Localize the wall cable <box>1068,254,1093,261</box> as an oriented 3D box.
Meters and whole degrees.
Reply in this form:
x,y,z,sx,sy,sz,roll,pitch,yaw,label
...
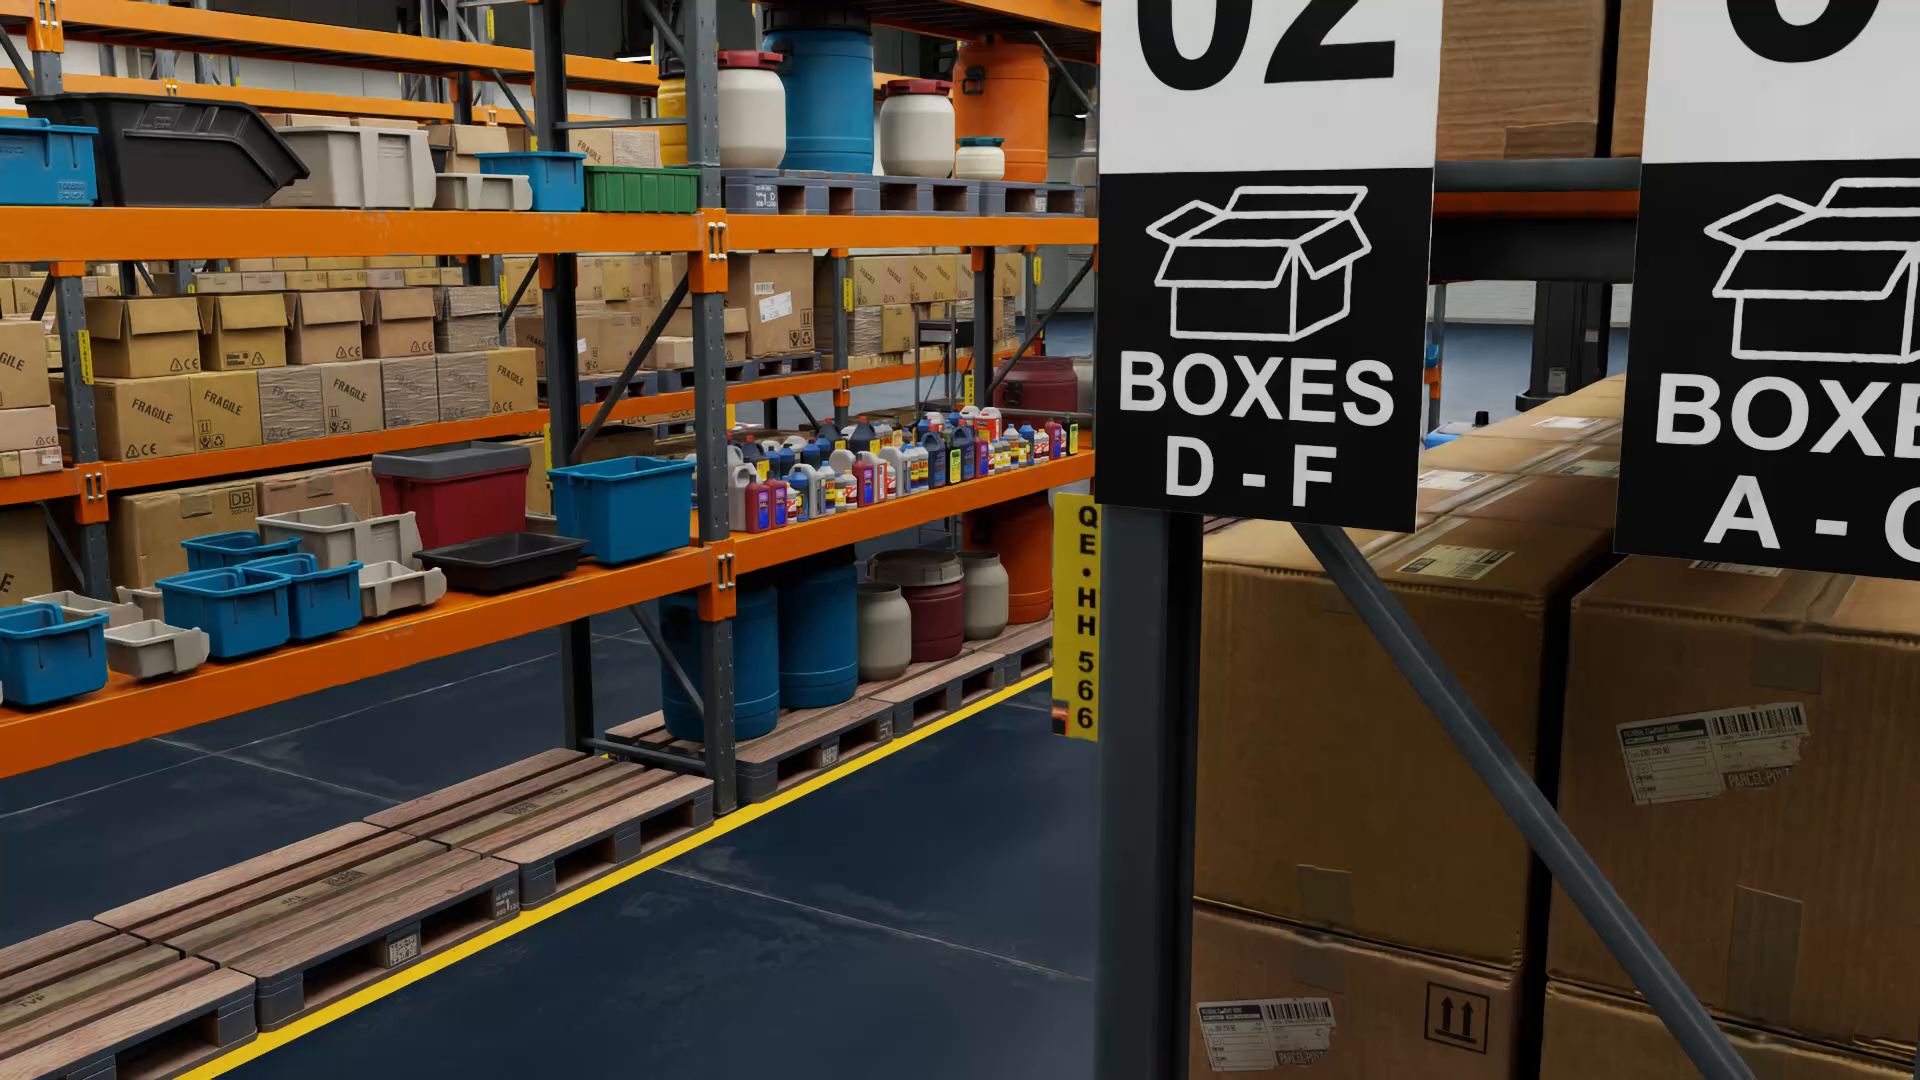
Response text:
x,y,z,sx,sy,sz,roll,pitch,yaw,label
4.861,-10.454,54.695,3.097,2.526,0.112,6,12,31,wall cable

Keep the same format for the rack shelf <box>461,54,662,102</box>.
x,y,z,sx,sy,sz,roll,pitch,yaw,label
-2.643,-4.035,15.008,1.077,0.370,4.000,6,12,31,rack shelf

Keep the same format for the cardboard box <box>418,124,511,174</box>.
x,y,z,sx,sy,sz,roll,pitch,yaw,label
-3.936,-2.950,12.903,0.797,0.503,0.637,7,13,34,cardboard box

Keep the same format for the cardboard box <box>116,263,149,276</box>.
x,y,z,sx,sy,sz,roll,pitch,yaw,label
-10.468,-3.414,20.970,0.380,0.149,0.250,6,12,29,cardboard box

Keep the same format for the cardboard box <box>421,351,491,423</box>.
x,y,z,sx,sy,sz,roll,pitch,yaw,label
-3.989,-1.192,12.810,0.500,0.500,0.500,6,12,30,cardboard box

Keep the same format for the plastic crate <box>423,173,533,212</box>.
x,y,z,sx,sy,sz,roll,pitch,yaw,label
-1.860,-1.328,6.374,0.293,0.136,0.466,6,12,31,plastic crate

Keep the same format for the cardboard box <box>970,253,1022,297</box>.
x,y,z,sx,sy,sz,roll,pitch,yaw,label
0.398,-3.156,19.780,0.500,0.500,0.500,6,12,31,cardboard box

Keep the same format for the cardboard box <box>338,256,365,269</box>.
x,y,z,sx,sy,sz,roll,pitch,yaw,label
-8.900,-3.878,23.635,0.700,0.500,0.500,6,12,30,cardboard box

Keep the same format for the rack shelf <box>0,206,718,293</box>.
x,y,z,sx,sy,sz,roll,pitch,yaw,label
-2.563,-1.026,5.999,1.077,0.370,4.000,6,12,31,rack shelf

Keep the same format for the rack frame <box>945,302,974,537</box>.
x,y,z,sx,sy,sz,roll,pitch,yaw,label
0.041,-1.044,14.741,0.400,2.100,0.015,6,12,31,rack frame

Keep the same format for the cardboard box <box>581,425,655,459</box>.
x,y,z,sx,sy,sz,roll,pitch,yaw,label
-3.092,-0.870,14.926,0.500,0.250,0.500,8,13,37,cardboard box

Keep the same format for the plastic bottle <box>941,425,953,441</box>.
x,y,z,sx,sy,sz,roll,pitch,yaw,label
-0.073,-0.632,10.632,0.097,0.201,0.097,0,11,0,plastic bottle

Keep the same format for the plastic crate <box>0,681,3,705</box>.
x,y,z,sx,sy,sz,roll,pitch,yaw,label
-2.955,0.460,4.814,0.250,0.136,0.298,6,12,31,plastic crate

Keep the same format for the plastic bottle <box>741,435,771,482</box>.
x,y,z,sx,sy,sz,roll,pitch,yaw,label
-1.108,-0.386,8.914,0.144,0.351,0.185,6,12,31,plastic bottle

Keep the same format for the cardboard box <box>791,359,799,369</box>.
x,y,z,sx,sy,sz,roll,pitch,yaw,label
-1.744,-1.889,17.491,0.380,0.149,0.250,6,12,31,cardboard box

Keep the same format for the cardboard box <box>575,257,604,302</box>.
x,y,z,sx,sy,sz,roll,pitch,yaw,label
-4.986,-3.269,20.837,0.875,0.550,0.550,6,12,31,cardboard box

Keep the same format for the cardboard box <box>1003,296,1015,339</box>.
x,y,z,sx,sy,sz,roll,pitch,yaw,label
0.163,-2.691,20.013,0.875,0.500,0.500,6,12,31,cardboard box

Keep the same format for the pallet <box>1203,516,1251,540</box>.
x,y,z,sx,sy,sz,roll,pitch,yaw,label
2.254,0.020,14.186,1.003,0.211,1.213,6,12,31,pallet

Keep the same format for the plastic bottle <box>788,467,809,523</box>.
x,y,z,sx,sy,sz,roll,pitch,yaw,label
-0.806,-0.229,8.291,0.097,0.271,0.097,0,11,0,plastic bottle

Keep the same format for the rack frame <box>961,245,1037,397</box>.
x,y,z,sx,sy,sz,roll,pitch,yaw,label
0.472,-2.580,20.497,1.000,3.000,0.127,6,12,31,rack frame

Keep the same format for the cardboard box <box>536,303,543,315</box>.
x,y,z,sx,sy,sz,roll,pitch,yaw,label
-5.344,-2.662,20.529,0.875,0.550,0.550,6,12,31,cardboard box

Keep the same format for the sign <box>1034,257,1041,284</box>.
x,y,z,sx,sy,sz,roll,pitch,yaw,label
0.936,-3.248,20.061,0.100,0.325,0.005,6,12,31,sign

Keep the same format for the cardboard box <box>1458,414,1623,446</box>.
x,y,z,sx,sy,sz,roll,pitch,yaw,label
1.420,0.004,3.705,0.500,0.500,0.500,7,13,32,cardboard box

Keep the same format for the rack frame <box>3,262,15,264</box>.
x,y,z,sx,sy,sz,roll,pitch,yaw,label
-14.318,-3.371,24.724,1.000,3.000,0.127,6,12,31,rack frame

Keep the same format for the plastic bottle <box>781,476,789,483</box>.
x,y,z,sx,sy,sz,roll,pitch,yaw,label
-0.885,-0.225,8.457,0.097,0.201,0.097,0,11,0,plastic bottle

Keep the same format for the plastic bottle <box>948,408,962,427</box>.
x,y,z,sx,sy,sz,roll,pitch,yaw,label
-0.033,-0.732,10.979,0.097,0.271,0.097,0,11,0,plastic bottle

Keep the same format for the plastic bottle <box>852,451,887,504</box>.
x,y,z,sx,sy,sz,roll,pitch,yaw,label
-0.478,-0.340,8.872,0.152,0.276,0.135,6,12,31,plastic bottle

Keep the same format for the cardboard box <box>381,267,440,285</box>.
x,y,z,sx,sy,sz,roll,pitch,yaw,label
-6.309,-2.821,18.798,0.700,0.500,0.500,6,12,30,cardboard box

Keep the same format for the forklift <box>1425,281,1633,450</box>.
x,y,z,sx,sy,sz,roll,pitch,yaw,label
5.396,-1.225,13.446,3.031,2.935,1.130,5,12,25,forklift

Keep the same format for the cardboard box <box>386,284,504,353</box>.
x,y,z,sx,sy,sz,roll,pitch,yaw,label
-4.075,-1.750,13.069,0.797,0.503,0.637,7,13,33,cardboard box

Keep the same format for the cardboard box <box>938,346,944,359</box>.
x,y,z,sx,sy,sz,roll,pitch,yaw,label
-0.377,-2.113,18.687,0.380,0.149,0.250,6,12,31,cardboard box

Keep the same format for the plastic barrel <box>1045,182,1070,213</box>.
x,y,z,sx,sy,sz,roll,pitch,yaw,label
0.636,-2.290,11.221,0.294,0.245,0.294,0,11,0,plastic barrel

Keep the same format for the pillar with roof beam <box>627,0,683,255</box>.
x,y,z,sx,sy,sz,roll,pitch,yaw,label
-3.464,-8.402,35.291,9.100,9.000,0.548,6,12,31,pillar with roof beam

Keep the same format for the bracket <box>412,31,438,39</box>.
x,y,z,sx,sy,sz,roll,pitch,yaw,label
-10.171,-9.539,31.587,0.235,0.232,0.430,6,12,31,bracket

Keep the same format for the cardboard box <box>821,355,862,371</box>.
x,y,z,sx,sy,sz,roll,pitch,yaw,label
-1.236,-1.832,17.187,0.380,0.149,0.250,6,12,31,cardboard box

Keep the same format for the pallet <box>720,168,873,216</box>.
x,y,z,sx,sy,sz,roll,pitch,yaw,label
-1.201,-1.734,8.338,1.213,0.211,1.003,6,12,31,pallet

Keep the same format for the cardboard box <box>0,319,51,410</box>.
x,y,z,sx,sy,sz,roll,pitch,yaw,label
-5.768,-1.036,9.811,0.500,0.500,0.500,7,13,32,cardboard box

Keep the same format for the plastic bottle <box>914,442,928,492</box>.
x,y,z,sx,sy,sz,roll,pitch,yaw,label
-0.224,-0.406,9.233,0.097,0.271,0.097,0,11,0,plastic bottle

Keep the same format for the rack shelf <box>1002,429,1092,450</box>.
x,y,z,sx,sy,sz,roll,pitch,yaw,label
1.590,-0.809,12.995,1.077,0.370,4.000,6,12,31,rack shelf

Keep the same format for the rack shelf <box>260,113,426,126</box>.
x,y,z,sx,sy,sz,roll,pitch,yaw,label
-9.036,-5.806,23.389,1.077,0.370,4.000,6,12,31,rack shelf

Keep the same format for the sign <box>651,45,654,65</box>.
x,y,z,sx,sy,sz,roll,pitch,yaw,label
-4.186,-6.609,22.749,0.100,0.325,0.005,6,12,31,sign

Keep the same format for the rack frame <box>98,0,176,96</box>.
x,y,z,sx,sy,sz,roll,pitch,yaw,label
-7.868,-4.760,15.841,1.000,3.000,0.127,6,12,31,rack frame

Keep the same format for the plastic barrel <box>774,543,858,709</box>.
x,y,z,sx,sy,sz,roll,pitch,yaw,label
-0.860,0.410,9.086,0.600,0.901,0.708,6,12,31,plastic barrel

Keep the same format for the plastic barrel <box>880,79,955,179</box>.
x,y,z,sx,sy,sz,roll,pitch,yaw,label
-0.240,-2.303,9.356,0.433,0.535,0.433,0,11,0,plastic barrel

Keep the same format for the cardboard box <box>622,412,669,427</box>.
x,y,z,sx,sy,sz,roll,pitch,yaw,label
-4.465,-1.980,21.926,0.875,0.875,0.875,6,12,30,cardboard box

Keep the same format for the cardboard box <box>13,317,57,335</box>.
x,y,z,sx,sy,sz,roll,pitch,yaw,label
-8.264,-1.906,14.821,0.380,0.149,0.250,6,12,31,cardboard box

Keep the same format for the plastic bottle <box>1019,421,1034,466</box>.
x,y,z,sx,sy,sz,roll,pitch,yaw,label
0.410,-0.597,10.258,0.097,0.271,0.097,0,11,0,plastic bottle

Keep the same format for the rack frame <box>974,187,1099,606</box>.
x,y,z,sx,sy,sz,roll,pitch,yaw,label
0.552,-0.848,11.249,1.000,3.000,0.127,6,12,31,rack frame

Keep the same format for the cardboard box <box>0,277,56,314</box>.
x,y,z,sx,sy,sz,roll,pitch,yaw,label
-11.185,-2.886,19.909,0.500,0.500,0.500,7,12,32,cardboard box

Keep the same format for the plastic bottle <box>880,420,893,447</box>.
x,y,z,sx,sy,sz,roll,pitch,yaw,label
-0.462,-0.602,10.284,0.097,0.271,0.097,0,11,0,plastic bottle

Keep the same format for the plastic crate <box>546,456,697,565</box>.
x,y,z,sx,sy,sz,roll,pitch,yaw,label
-1.476,-0.135,7.318,0.392,0.384,0.575,6,12,31,plastic crate

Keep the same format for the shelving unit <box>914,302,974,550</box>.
x,y,z,sx,sy,sz,roll,pitch,yaw,label
-0.086,-1.006,14.536,0.431,2.100,0.503,6,12,31,shelving unit

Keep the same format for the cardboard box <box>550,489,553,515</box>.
x,y,z,sx,sy,sz,roll,pitch,yaw,label
-3.350,-0.416,14.539,0.700,0.500,0.500,6,12,28,cardboard box

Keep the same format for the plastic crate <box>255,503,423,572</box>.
x,y,z,sx,sy,sz,roll,pitch,yaw,label
-2.475,0.032,6.705,0.437,0.282,0.530,6,12,31,plastic crate

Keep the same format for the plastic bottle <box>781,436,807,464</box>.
x,y,z,sx,sy,sz,roll,pitch,yaw,label
-0.955,-0.446,9.435,0.152,0.276,0.135,6,12,31,plastic bottle
